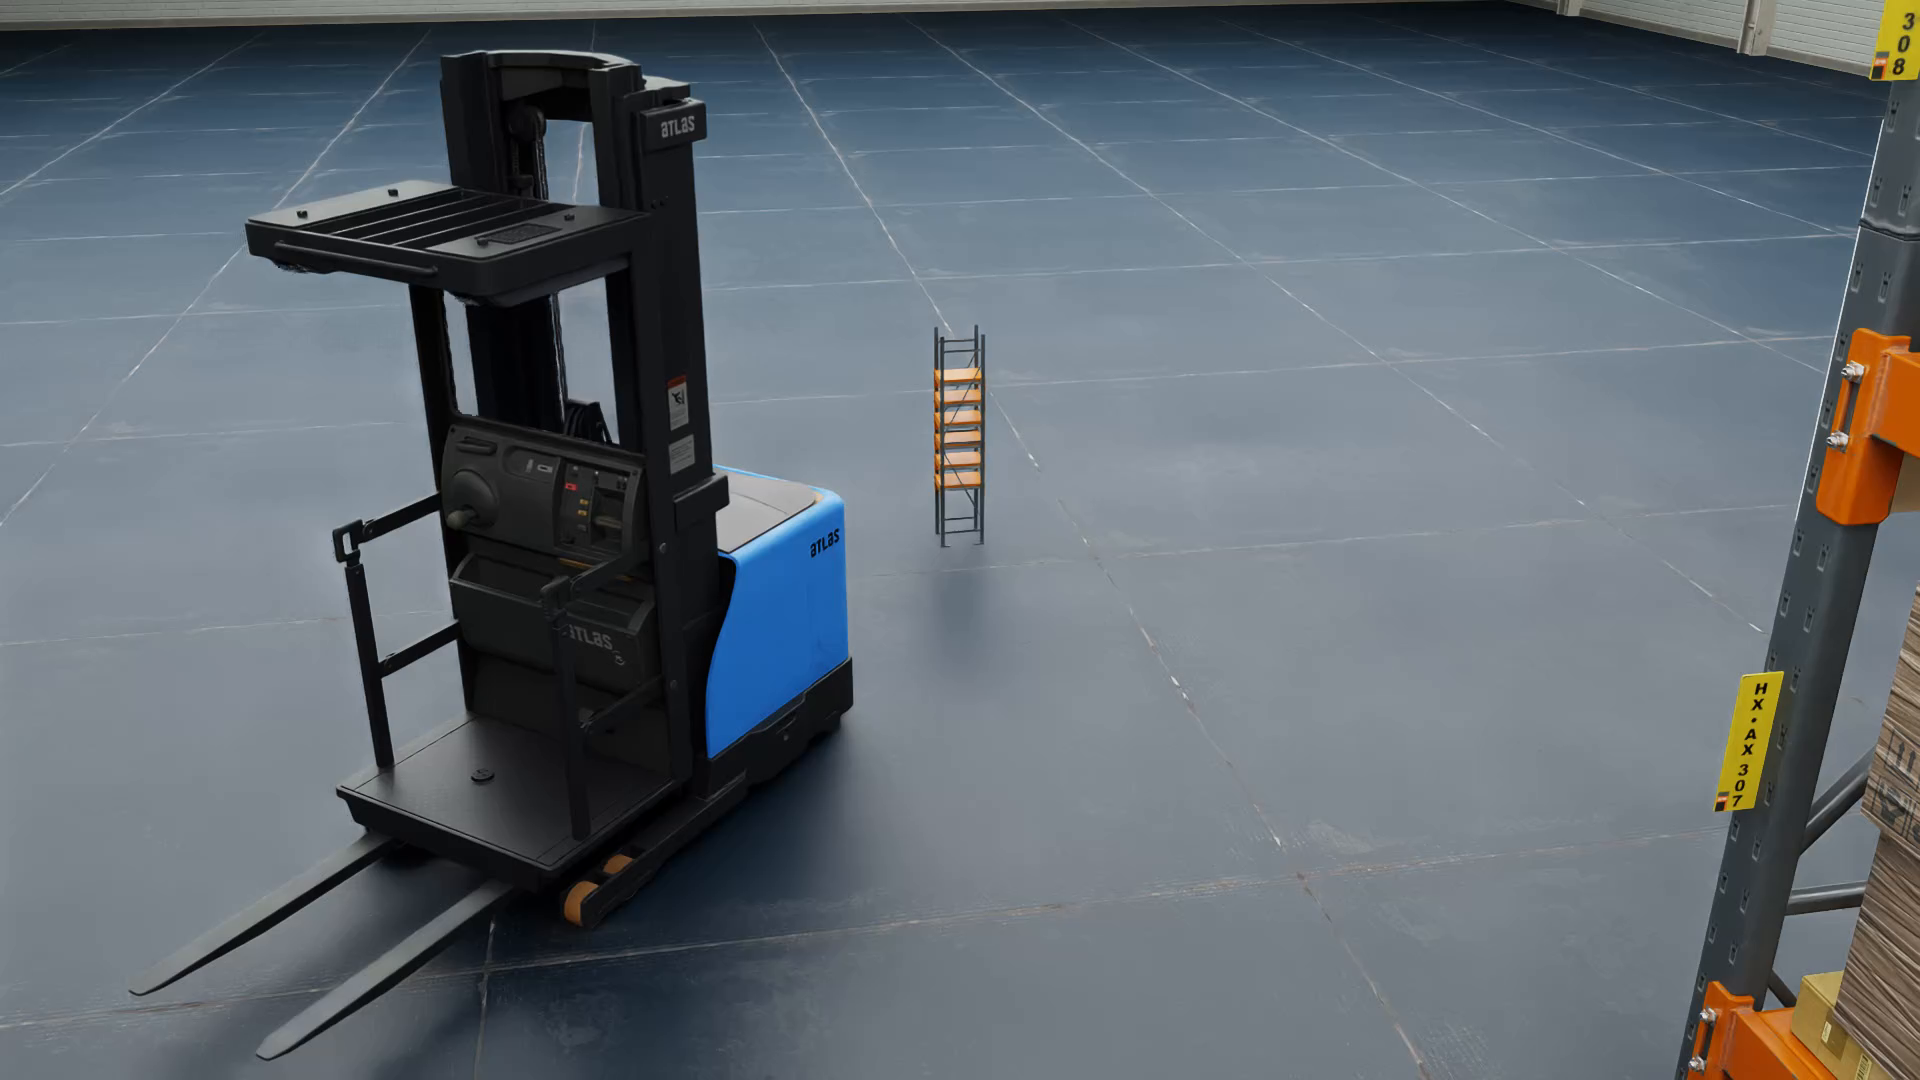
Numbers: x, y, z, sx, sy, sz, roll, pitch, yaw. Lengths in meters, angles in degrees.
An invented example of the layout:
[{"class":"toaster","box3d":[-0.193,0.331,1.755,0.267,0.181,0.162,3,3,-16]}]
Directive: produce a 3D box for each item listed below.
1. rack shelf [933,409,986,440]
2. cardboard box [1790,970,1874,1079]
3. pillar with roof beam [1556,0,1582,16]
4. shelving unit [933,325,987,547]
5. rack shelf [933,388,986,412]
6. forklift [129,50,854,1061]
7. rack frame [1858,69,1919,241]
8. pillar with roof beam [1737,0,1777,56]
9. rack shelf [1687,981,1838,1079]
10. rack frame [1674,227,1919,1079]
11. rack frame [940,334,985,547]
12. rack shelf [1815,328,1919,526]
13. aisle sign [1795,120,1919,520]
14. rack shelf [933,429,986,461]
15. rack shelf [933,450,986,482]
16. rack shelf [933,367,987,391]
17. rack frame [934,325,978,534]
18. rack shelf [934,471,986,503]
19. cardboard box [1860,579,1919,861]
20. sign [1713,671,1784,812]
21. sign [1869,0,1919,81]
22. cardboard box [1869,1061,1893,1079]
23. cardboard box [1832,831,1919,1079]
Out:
[{"class":"rack shelf","box3d":[-0.003,-0.625,8.993,0.258,0.103,0.180,-4,24,-10]},{"class":"cardboard box","box3d":[1.992,1.023,3.474,0.380,0.149,0.250,-4,24,-10]},{"class":"pillar with roof beam","box3d":[7.979,-14.341,30.843,9.100,9.000,0.400,-4,24,-10]},{"class":"shelving unit","box3d":[-0.003,-0.556,9.023,0.258,1.200,0.189,-4,24,-10]},{"class":"rack shelf","box3d":[-0.003,-0.735,8.945,0.258,0.103,0.180,-4,24,-10]},{"class":"forklift","box3d":[-1.644,-0.146,5.922,1.130,2.935,3.031,13,27,27]},{"class":"rack frame","box3d":[2.174,-1.971,2.520,1.000,3.000,0.127,-4,24,-10]},{"class":"pillar with roof beam","box3d":[9.089,-11.981,25.440,9.100,9.000,0.400,-4,24,-10]},{"class":"rack shelf","box3d":[2.544,1.894,2.064,1.077,0.370,4.000,-4,24,-10]},{"class":"rack frame","box3d":[2.174,0.778,3.721,1.000,3.000,0.127,-4,24,-10]},{"class":"rack frame","box3d":[0.014,-0.520,8.940,0.240,1.200,0.006,-4,24,-10]},{"class":"rack shelf","box3d":[2.544,0.520,1.464,1.077,0.370,4.000,-4,24,-10]},{"class":"aisle sign","box3d":[1.868,-0.416,3.206,0.394,0.787,0.004,-4,24,-10]},{"class":"rack shelf","box3d":[-0.003,-0.515,9.041,0.258,0.103,0.180,-4,24,-10]},{"class":"rack shelf","box3d":[-0.003,-0.405,9.089,0.258,0.103,0.180,-4,24,-10]},{"class":"rack shelf","box3d":[-0.003,-0.845,8.897,0.258,0.103,0.180,-4,24,-10]},{"class":"rack frame","box3d":[-0.020,-0.592,9.105,0.240,1.200,0.006,-4,24,-10]},{"class":"rack shelf","box3d":[-0.003,-0.295,9.137,0.258,0.103,0.180,-4,24,-10]},{"class":"cardboard box","box3d":[2.008,0.374,2.900,0.500,0.500,0.500,-4,24,-10]},{"class":"sign","box3d":[1.641,0.421,3.456,0.100,0.325,0.005,-4,24,-10]},{"class":"sign","box3d":[1.641,-0.957,2.854,0.100,0.325,0.005,-4,24,-10]},{"class":"cardboard box","box3d":[2.020,1.123,3.246,0.380,0.149,0.250,-4,24,-10]},{"class":"cardboard box","box3d":[2.249,0.814,3.142,0.875,0.500,0.500,-4,24,-10]}]
